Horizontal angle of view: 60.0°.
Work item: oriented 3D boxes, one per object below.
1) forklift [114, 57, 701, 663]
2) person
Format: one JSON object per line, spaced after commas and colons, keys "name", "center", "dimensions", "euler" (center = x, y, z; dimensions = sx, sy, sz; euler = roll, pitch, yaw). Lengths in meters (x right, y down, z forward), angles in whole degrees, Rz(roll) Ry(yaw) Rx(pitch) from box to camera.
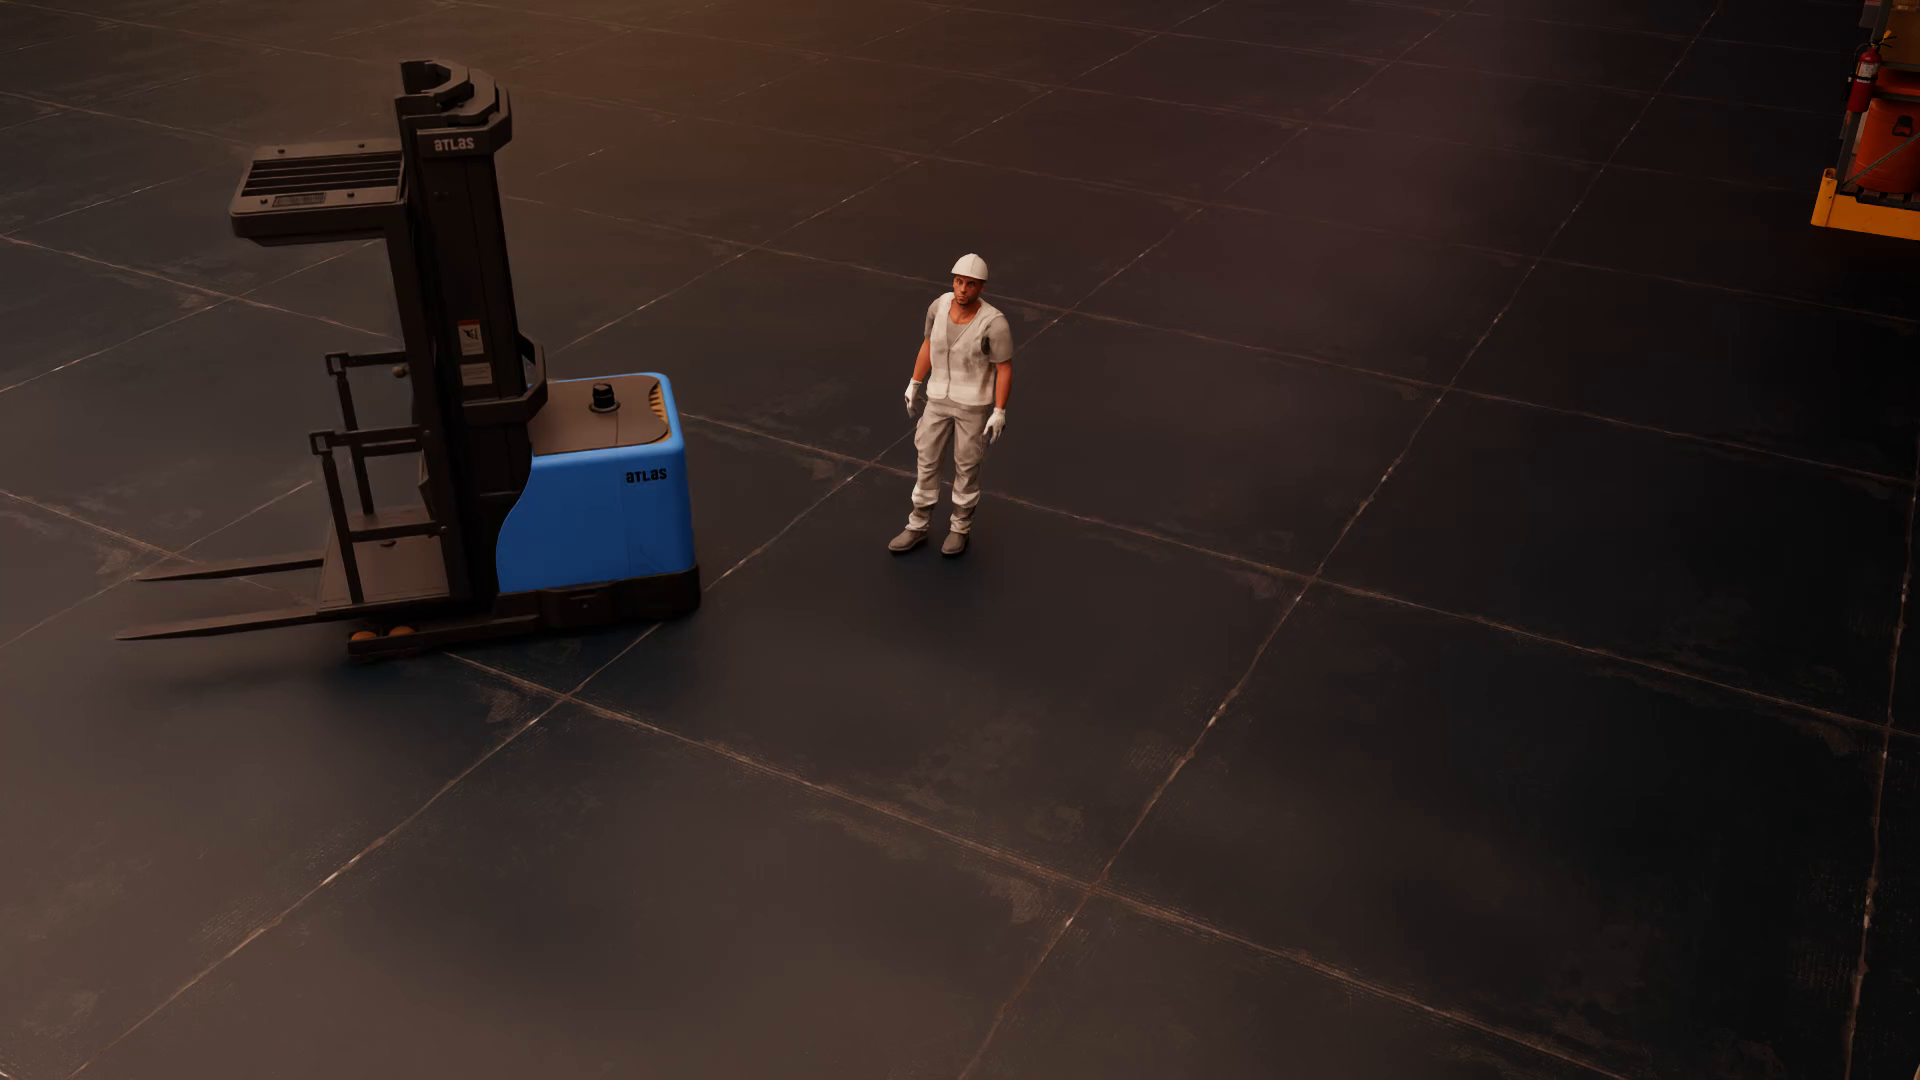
{"name": "forklift", "center": [-3.018, -0.906, 8.640], "dimensions": [3.031, 2.935, 1.130], "euler": [-7, 31, -12]}
{"name": "person", "center": [-0.049, -0.749, 9.497], "dimensions": [0.638, 1.787, 0.564], "euler": [15, 33, 25]}
